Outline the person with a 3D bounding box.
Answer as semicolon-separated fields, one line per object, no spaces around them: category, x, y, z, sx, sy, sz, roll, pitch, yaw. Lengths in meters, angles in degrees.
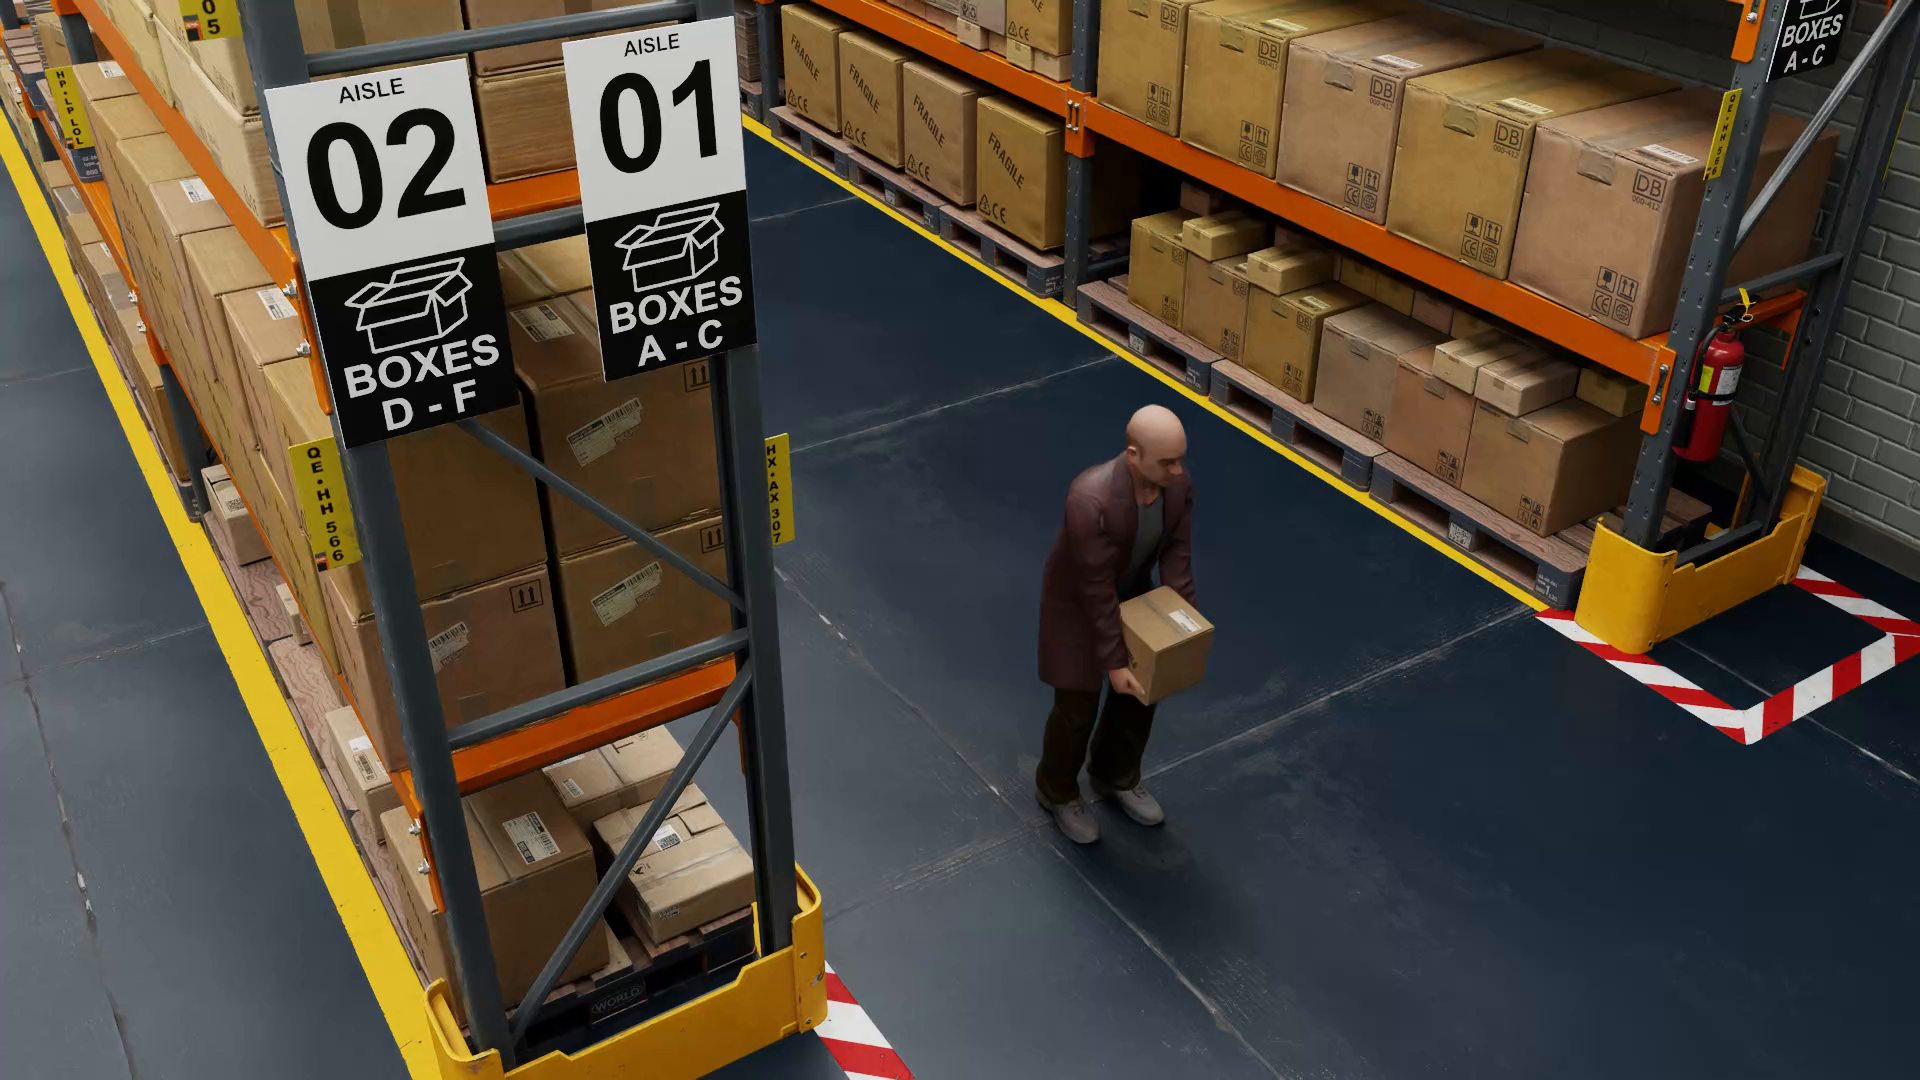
person;0.548;0.295;5.721;0.528;1.744;0.599;-20;37;-28
